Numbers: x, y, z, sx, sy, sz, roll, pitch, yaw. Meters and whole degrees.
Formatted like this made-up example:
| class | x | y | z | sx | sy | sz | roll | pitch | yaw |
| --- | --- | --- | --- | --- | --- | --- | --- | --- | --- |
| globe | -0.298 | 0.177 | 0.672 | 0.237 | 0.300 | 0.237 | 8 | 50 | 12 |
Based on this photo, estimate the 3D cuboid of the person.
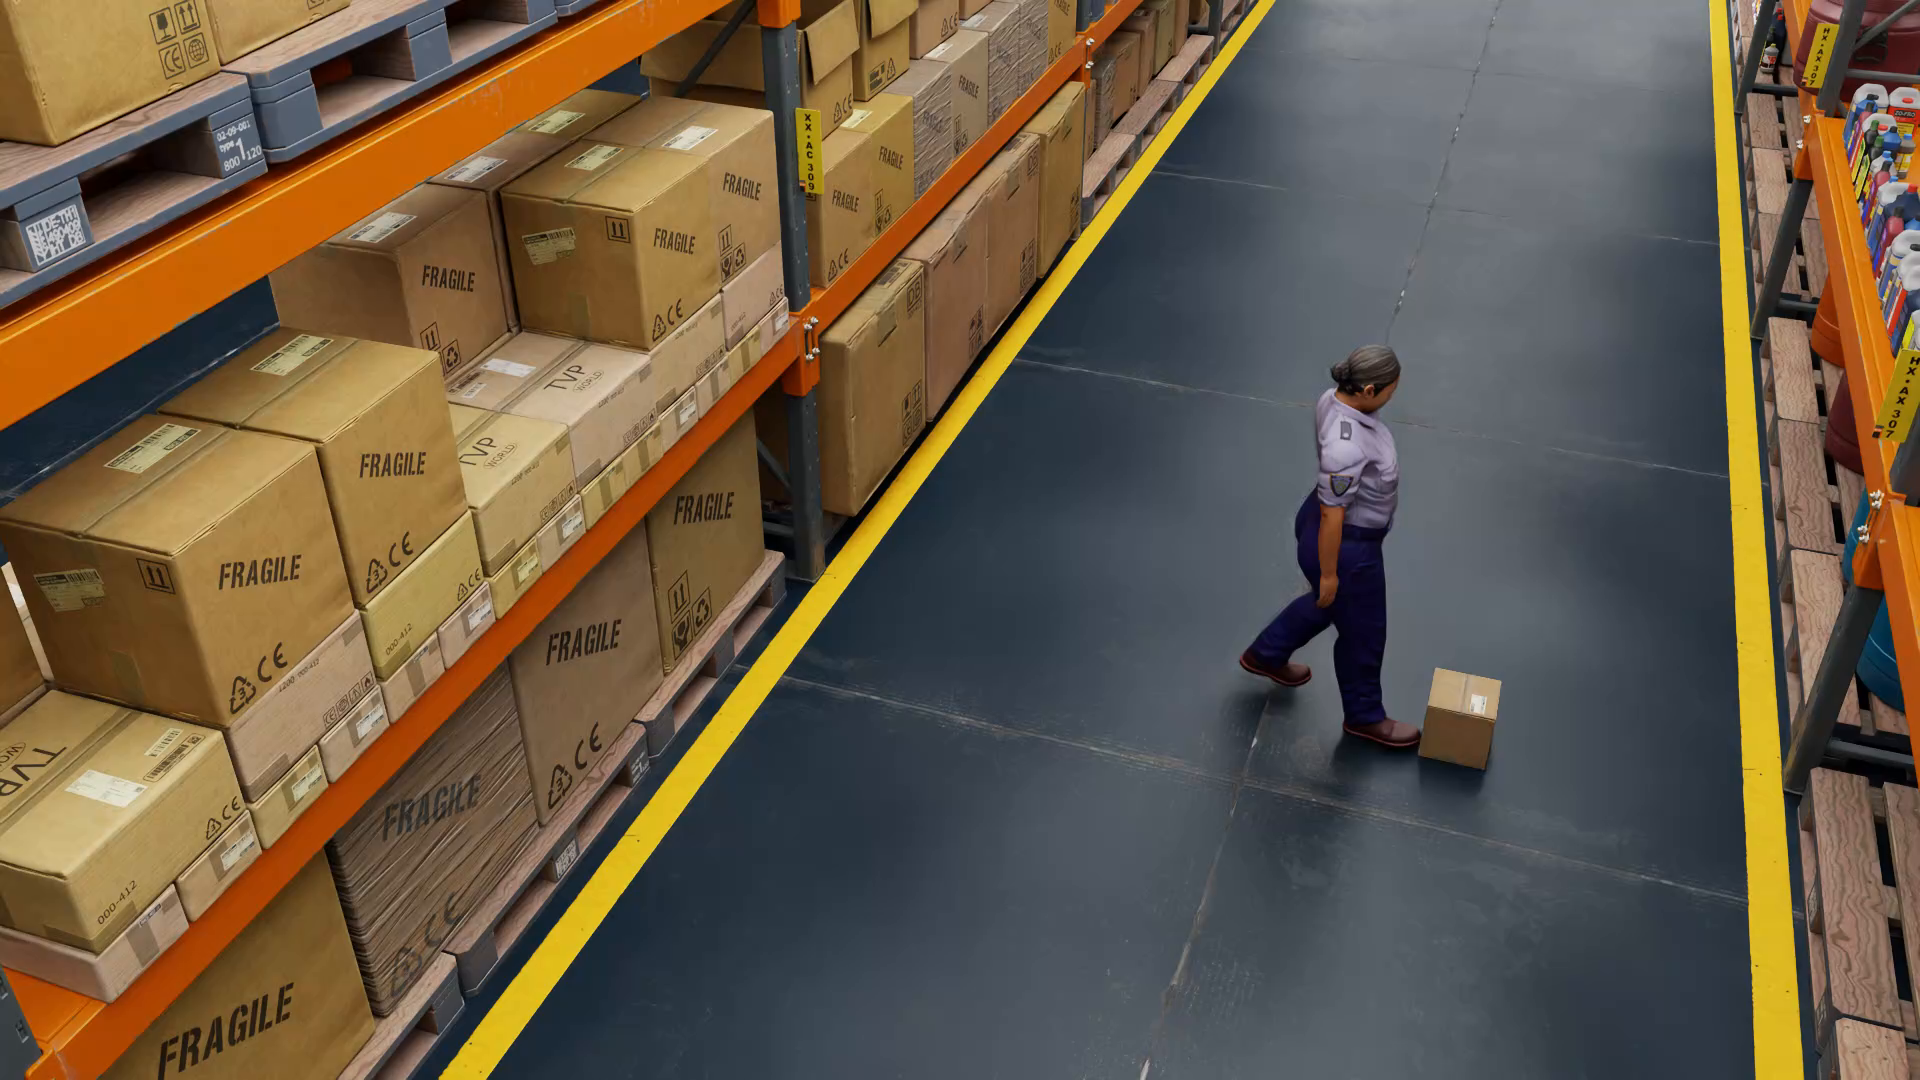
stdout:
| class | x | y | z | sx | sy | sz | roll | pitch | yaw |
| --- | --- | --- | --- | --- | --- | --- | --- | --- | --- |
| person | 1.454 | 0.007 | 6.122 | 0.695 | 1.619 | 0.513 | 5 | 34 | 7 |
